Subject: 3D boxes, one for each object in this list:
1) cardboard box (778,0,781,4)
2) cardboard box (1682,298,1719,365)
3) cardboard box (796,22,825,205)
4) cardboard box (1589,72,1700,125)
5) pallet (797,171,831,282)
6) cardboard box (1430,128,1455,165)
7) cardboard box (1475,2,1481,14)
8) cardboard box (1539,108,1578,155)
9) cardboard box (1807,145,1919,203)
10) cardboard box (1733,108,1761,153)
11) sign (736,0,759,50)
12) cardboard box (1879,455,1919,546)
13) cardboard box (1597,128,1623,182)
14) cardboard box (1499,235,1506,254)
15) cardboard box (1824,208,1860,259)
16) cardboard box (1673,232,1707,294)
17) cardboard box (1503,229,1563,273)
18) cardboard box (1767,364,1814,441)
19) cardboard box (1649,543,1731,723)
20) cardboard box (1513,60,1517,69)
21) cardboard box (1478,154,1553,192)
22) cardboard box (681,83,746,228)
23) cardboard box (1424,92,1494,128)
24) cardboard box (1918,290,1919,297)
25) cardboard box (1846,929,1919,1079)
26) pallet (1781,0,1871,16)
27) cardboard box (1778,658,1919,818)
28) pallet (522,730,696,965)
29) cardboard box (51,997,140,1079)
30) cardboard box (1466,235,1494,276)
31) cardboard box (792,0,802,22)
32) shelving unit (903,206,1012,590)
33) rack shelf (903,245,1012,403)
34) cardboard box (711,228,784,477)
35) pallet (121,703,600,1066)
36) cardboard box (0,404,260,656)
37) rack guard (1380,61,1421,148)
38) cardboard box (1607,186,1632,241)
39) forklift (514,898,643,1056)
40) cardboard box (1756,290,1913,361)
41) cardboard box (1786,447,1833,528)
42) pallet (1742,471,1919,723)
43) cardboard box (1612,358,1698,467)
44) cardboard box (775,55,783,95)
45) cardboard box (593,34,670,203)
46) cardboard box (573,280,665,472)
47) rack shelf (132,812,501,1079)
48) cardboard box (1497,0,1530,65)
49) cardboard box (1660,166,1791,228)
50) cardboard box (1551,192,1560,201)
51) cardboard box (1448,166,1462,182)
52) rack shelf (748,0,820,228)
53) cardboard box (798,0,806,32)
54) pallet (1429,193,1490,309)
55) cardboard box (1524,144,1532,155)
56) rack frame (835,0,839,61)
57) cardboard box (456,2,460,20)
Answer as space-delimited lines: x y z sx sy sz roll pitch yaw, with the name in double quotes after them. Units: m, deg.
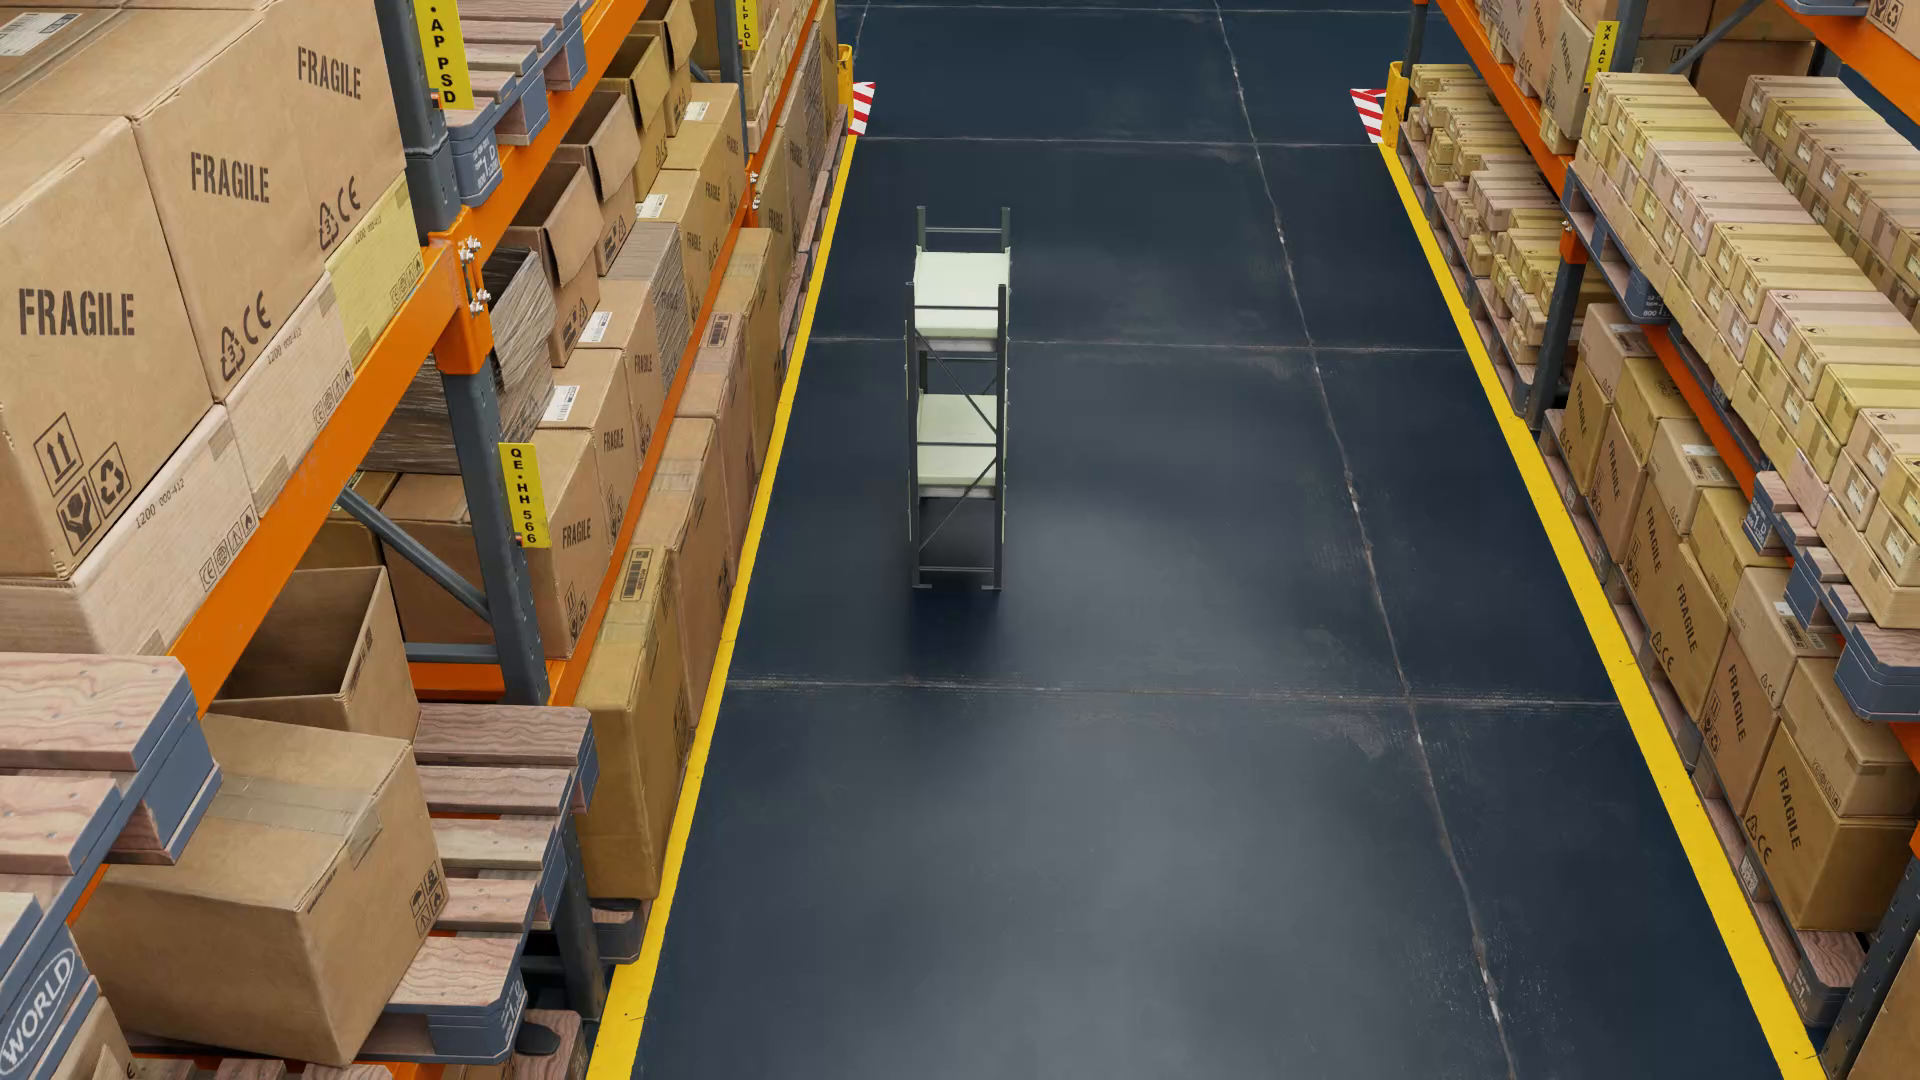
-1.207 -3.197 8.909 0.500 0.500 0.500 0 35 0 "cardboard box"
2.891 -0.764 6.082 0.380 0.149 0.250 0 35 0 "cardboard box"
-1.347 -2.687 10.447 0.875 0.875 0.875 1 35 2 "cardboard box"
2.951 -1.902 7.184 0.380 0.149 0.250 3 35 4 "cardboard box"
-1.371 -1.975 10.377 1.003 0.211 1.213 1 35 2 "pallet"
3.202 -2.492 10.543 0.380 0.149 0.250 2 35 3 "cardboard box"
3.305 -3.215 9.934 0.380 0.149 0.250 1 35 1 "cardboard box"
3.105 -2.023 8.238 0.380 0.149 0.250 0 35 1 "cardboard box"
3.573 -1.429 6.511 0.380 0.149 0.250 1 35 2 "cardboard box"
3.608 -1.763 7.245 0.380 0.149 0.250 2 35 3 "cardboard box"
-0.983 -2.413 7.636 0.100 0.325 0.005 1 35 2 "sign"
2.827 -0.112 4.637 0.380 0.149 0.250 0 35 0 "cardboard box"
2.943 -1.632 7.058 0.380 0.149 0.250 1 35 1 "cardboard box"
3.221 -1.573 9.235 0.380 0.149 0.250 2 35 2 "cardboard box"
3.567 -1.163 6.390 0.380 0.149 0.250 0 35 -1 "cardboard box"
2.903 -1.027 6.197 0.380 0.149 0.250 1 35 1 "cardboard box"
3.154 -1.556 8.952 0.380 0.149 0.250 1 35 1 "cardboard box"
2.858 -0.441 5.363 0.380 0.149 0.250 1 35 2 "cardboard box"
3.061 0.357 6.442 0.500 0.500 0.500 0 35 0 "cardboard box"
3.255 -2.625 9.094 0.380 0.149 0.250 1 35 1 "cardboard box"
3.279 -2.156 9.806 0.380 0.149 0.250 1 35 2 "cardboard box"
-1.271 -1.744 7.536 0.500 0.500 0.500 1 35 2 "cardboard box"
3.198 -2.757 10.660 0.380 0.149 0.250 1 35 2 "cardboard box"
3.529 -0.836 5.667 0.380 0.149 0.250 2 35 3 "cardboard box"
3.151 1.589 4.472 1.050 0.750 0.750 1 35 1 "cardboard box"
3.257 -2.008 5.553 1.213 0.211 1.003 1 35 2 "pallet"
3.031 0.637 5.391 0.500 0.250 0.500 1 35 1 "cardboard box"
-1.579 1.009 6.130 1.003 0.211 1.213 1 35 2 "pallet"
-1.983 1.167 3.246 0.500 0.250 0.500 0 35 1 "cardboard box"
3.143 -1.639 9.588 0.380 0.149 0.250 1 35 2 "cardboard box"
-1.177 -3.169 9.522 0.500 0.250 0.500 1 35 2 "cardboard box"
0.000 -0.610 7.313 0.431 1.500 0.755 1 35 2 "shelving unit"
0.000 -0.929 7.089 0.431 0.370 0.720 1 35 2 "rack shelf"
-1.531 -0.913 7.923 1.225 0.875 0.875 1 35 2 "cardboard box"
-1.608 0.810 4.155 1.213 0.211 1.003 1 35 2 "pallet"
-1.490 0.006 2.654 0.500 0.250 0.500 2 35 3 "cardboard box"
3.584 -3.038 11.637 1.175 0.500 0.348 1 35 2 "rack guard"
2.932 -1.356 6.924 0.380 0.149 0.250 2 35 2 "cardboard box"
-2.621 0.145 4.994 3.031 2.935 1.130 9 36 13 "forklift"
2.873 -0.699 5.472 0.380 0.149 0.250 1 35 2 "cardboard box"
2.848 -0.161 5.224 0.380 0.149 0.250 2 35 3 "cardboard box"
3.188 0.159 5.082 1.213 0.211 1.003 1 35 2 "pallet"
3.114 -0.537 7.062 0.500 0.250 0.500 2 35 3 "cardboard box"
-1.152 -2.491 8.905 0.380 0.149 0.250 0 35 1 "cardboard box"
-1.582 -1.669 6.556 0.797 0.503 0.637 2 35 2 "cardboard box"
-1.359 -0.585 5.887 0.500 0.500 0.500 1 35 1 "cardboard box"
-1.767 1.763 3.258 1.077 0.370 4.000 1 35 2 "rack shelf"
3.207 -2.837 8.832 0.500 0.500 0.500 1 35 2 "cardboard box"
2.911 -1.305 6.333 0.380 0.149 0.250 1 35 1 "cardboard box"
3.793 -2.055 10.180 0.380 0.149 0.250 2 35 3 "cardboard box"
3.280 -2.228 10.425 0.380 0.149 0.250 1 35 2 "cardboard box"
-1.445 -2.833 9.798 1.077 0.370 4.000 1 35 2 "rack shelf"
-1.112 -3.083 9.747 0.380 0.149 0.250 2 35 3 "cardboard box"
3.464 -1.754 10.063 1.003 0.211 1.213 1 35 2 "pallet"
3.718 -2.471 10.512 0.380 0.149 0.250 1 35 1 "cardboard box"
-1.365 -4.277 11.226 1.000 3.000 0.127 1 35 2 "rack frame"
-1.734 -1.474 4.174 0.797 0.503 0.637 3 35 5 "cardboard box"
